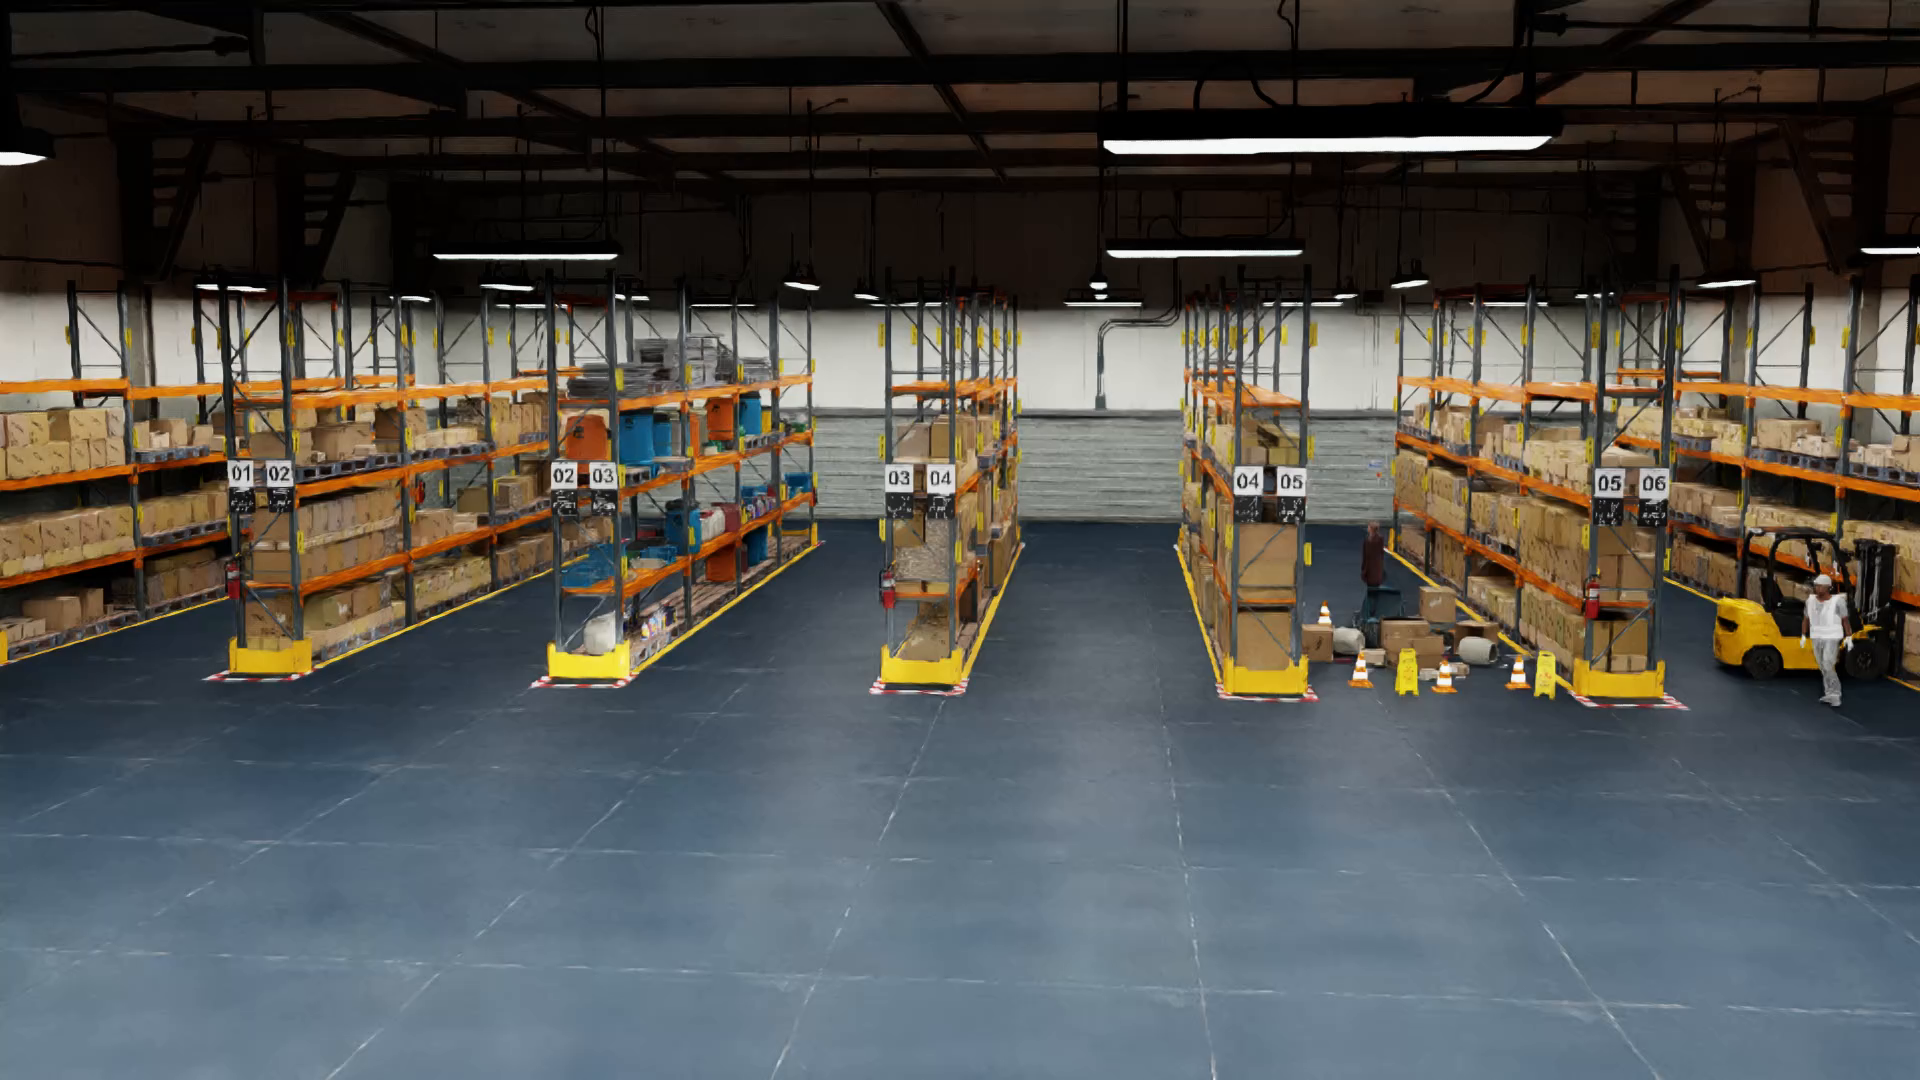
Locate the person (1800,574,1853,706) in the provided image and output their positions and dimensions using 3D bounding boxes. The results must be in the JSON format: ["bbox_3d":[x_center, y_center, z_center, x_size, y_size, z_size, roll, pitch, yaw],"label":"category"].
[{"bbox_3d":[11.863,1.351,22.772,0.481,1.768,0.645,-4,8,-29],"label":"person"}]

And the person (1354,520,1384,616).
[{"bbox_3d":[7.288,0.521,29.532,0.630,1.773,0.678,5,8,34],"label":"person"}]
